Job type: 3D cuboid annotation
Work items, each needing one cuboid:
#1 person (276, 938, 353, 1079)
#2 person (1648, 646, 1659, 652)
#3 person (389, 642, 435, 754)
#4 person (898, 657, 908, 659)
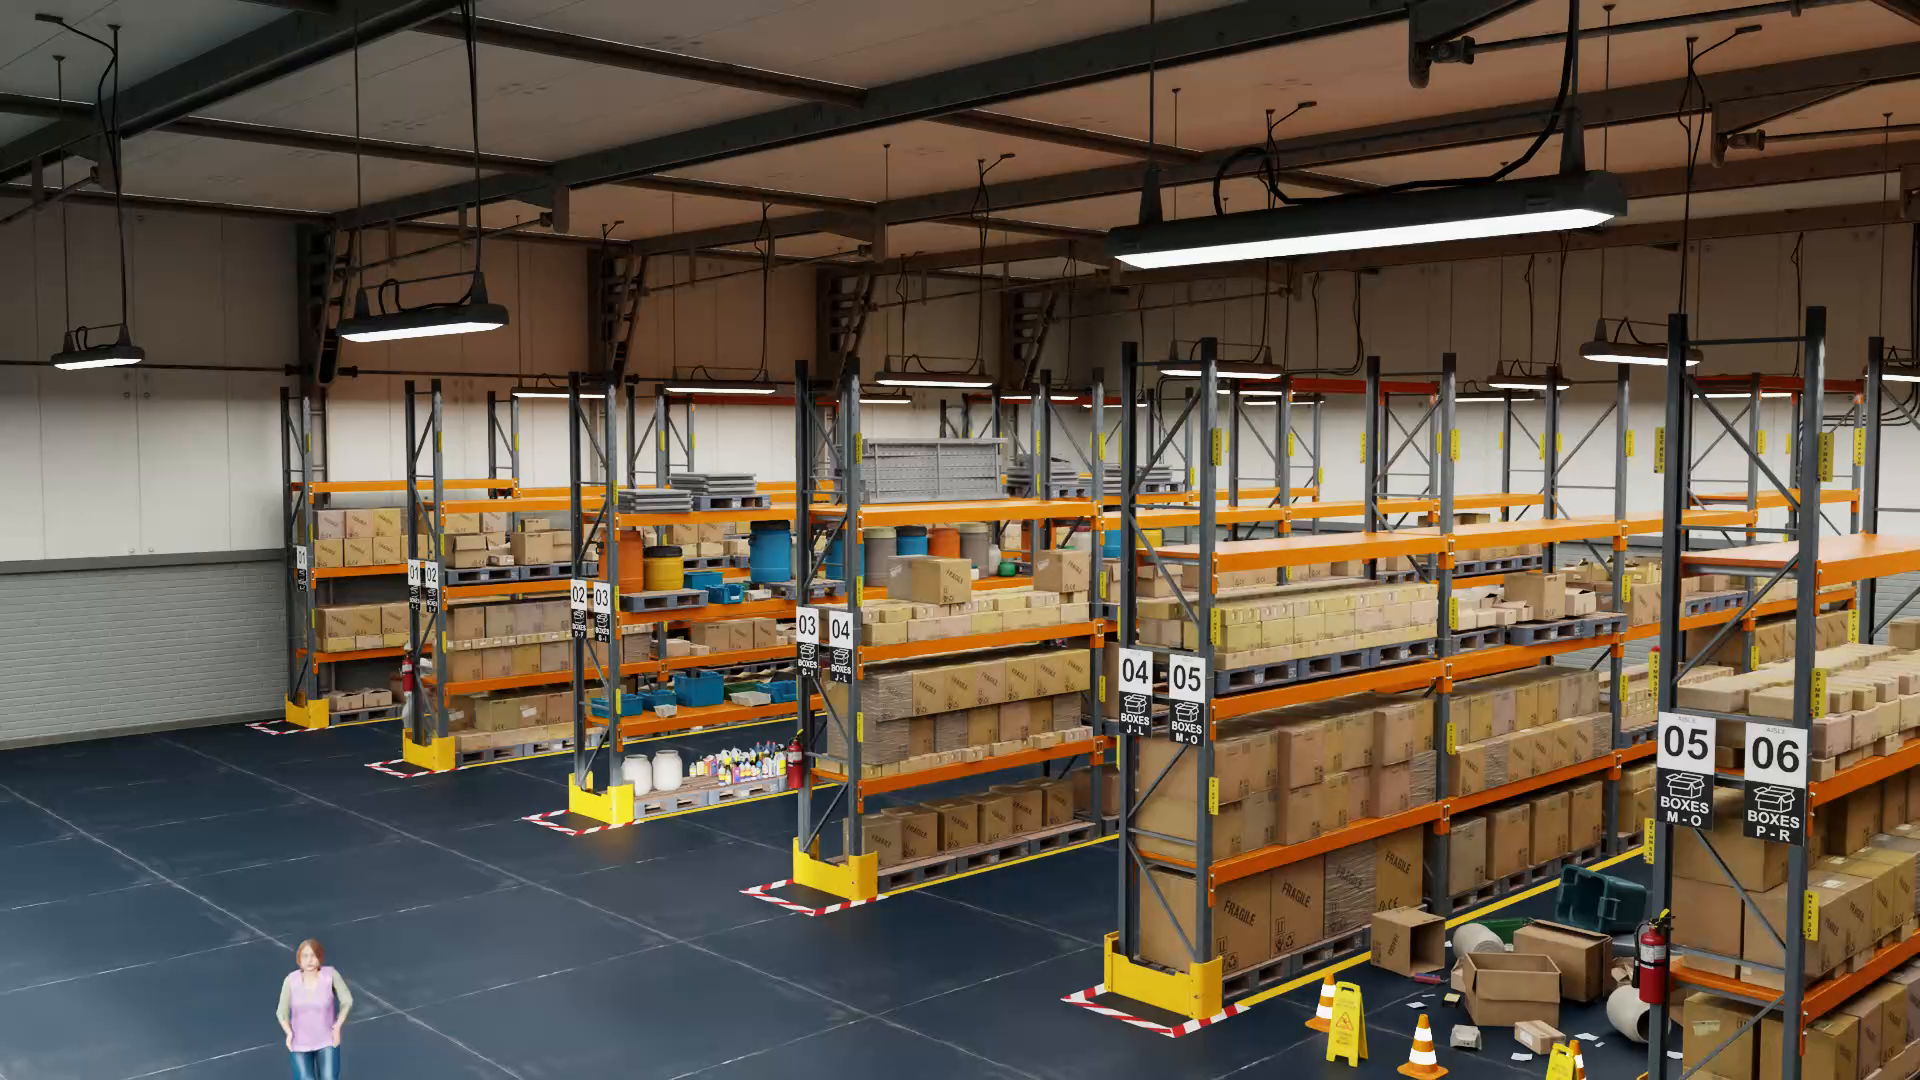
[{"bbox_3d":[-4.627,3.623,11.917,0.512,1.554,0.530,-1,4,-16],"label":"person"},{"bbox_3d":[10.970,2.566,26.247,0.977,1.797,0.668,-3,5,-41],"label":"person"},{"bbox_3d":[-8.908,2.555,27.251,0.721,1.801,0.810,3,5,41],"label":"person"},{"bbox_3d":[-0.952,2.453,29.274,0.583,1.647,0.700,2,4,33],"label":"person"}]
